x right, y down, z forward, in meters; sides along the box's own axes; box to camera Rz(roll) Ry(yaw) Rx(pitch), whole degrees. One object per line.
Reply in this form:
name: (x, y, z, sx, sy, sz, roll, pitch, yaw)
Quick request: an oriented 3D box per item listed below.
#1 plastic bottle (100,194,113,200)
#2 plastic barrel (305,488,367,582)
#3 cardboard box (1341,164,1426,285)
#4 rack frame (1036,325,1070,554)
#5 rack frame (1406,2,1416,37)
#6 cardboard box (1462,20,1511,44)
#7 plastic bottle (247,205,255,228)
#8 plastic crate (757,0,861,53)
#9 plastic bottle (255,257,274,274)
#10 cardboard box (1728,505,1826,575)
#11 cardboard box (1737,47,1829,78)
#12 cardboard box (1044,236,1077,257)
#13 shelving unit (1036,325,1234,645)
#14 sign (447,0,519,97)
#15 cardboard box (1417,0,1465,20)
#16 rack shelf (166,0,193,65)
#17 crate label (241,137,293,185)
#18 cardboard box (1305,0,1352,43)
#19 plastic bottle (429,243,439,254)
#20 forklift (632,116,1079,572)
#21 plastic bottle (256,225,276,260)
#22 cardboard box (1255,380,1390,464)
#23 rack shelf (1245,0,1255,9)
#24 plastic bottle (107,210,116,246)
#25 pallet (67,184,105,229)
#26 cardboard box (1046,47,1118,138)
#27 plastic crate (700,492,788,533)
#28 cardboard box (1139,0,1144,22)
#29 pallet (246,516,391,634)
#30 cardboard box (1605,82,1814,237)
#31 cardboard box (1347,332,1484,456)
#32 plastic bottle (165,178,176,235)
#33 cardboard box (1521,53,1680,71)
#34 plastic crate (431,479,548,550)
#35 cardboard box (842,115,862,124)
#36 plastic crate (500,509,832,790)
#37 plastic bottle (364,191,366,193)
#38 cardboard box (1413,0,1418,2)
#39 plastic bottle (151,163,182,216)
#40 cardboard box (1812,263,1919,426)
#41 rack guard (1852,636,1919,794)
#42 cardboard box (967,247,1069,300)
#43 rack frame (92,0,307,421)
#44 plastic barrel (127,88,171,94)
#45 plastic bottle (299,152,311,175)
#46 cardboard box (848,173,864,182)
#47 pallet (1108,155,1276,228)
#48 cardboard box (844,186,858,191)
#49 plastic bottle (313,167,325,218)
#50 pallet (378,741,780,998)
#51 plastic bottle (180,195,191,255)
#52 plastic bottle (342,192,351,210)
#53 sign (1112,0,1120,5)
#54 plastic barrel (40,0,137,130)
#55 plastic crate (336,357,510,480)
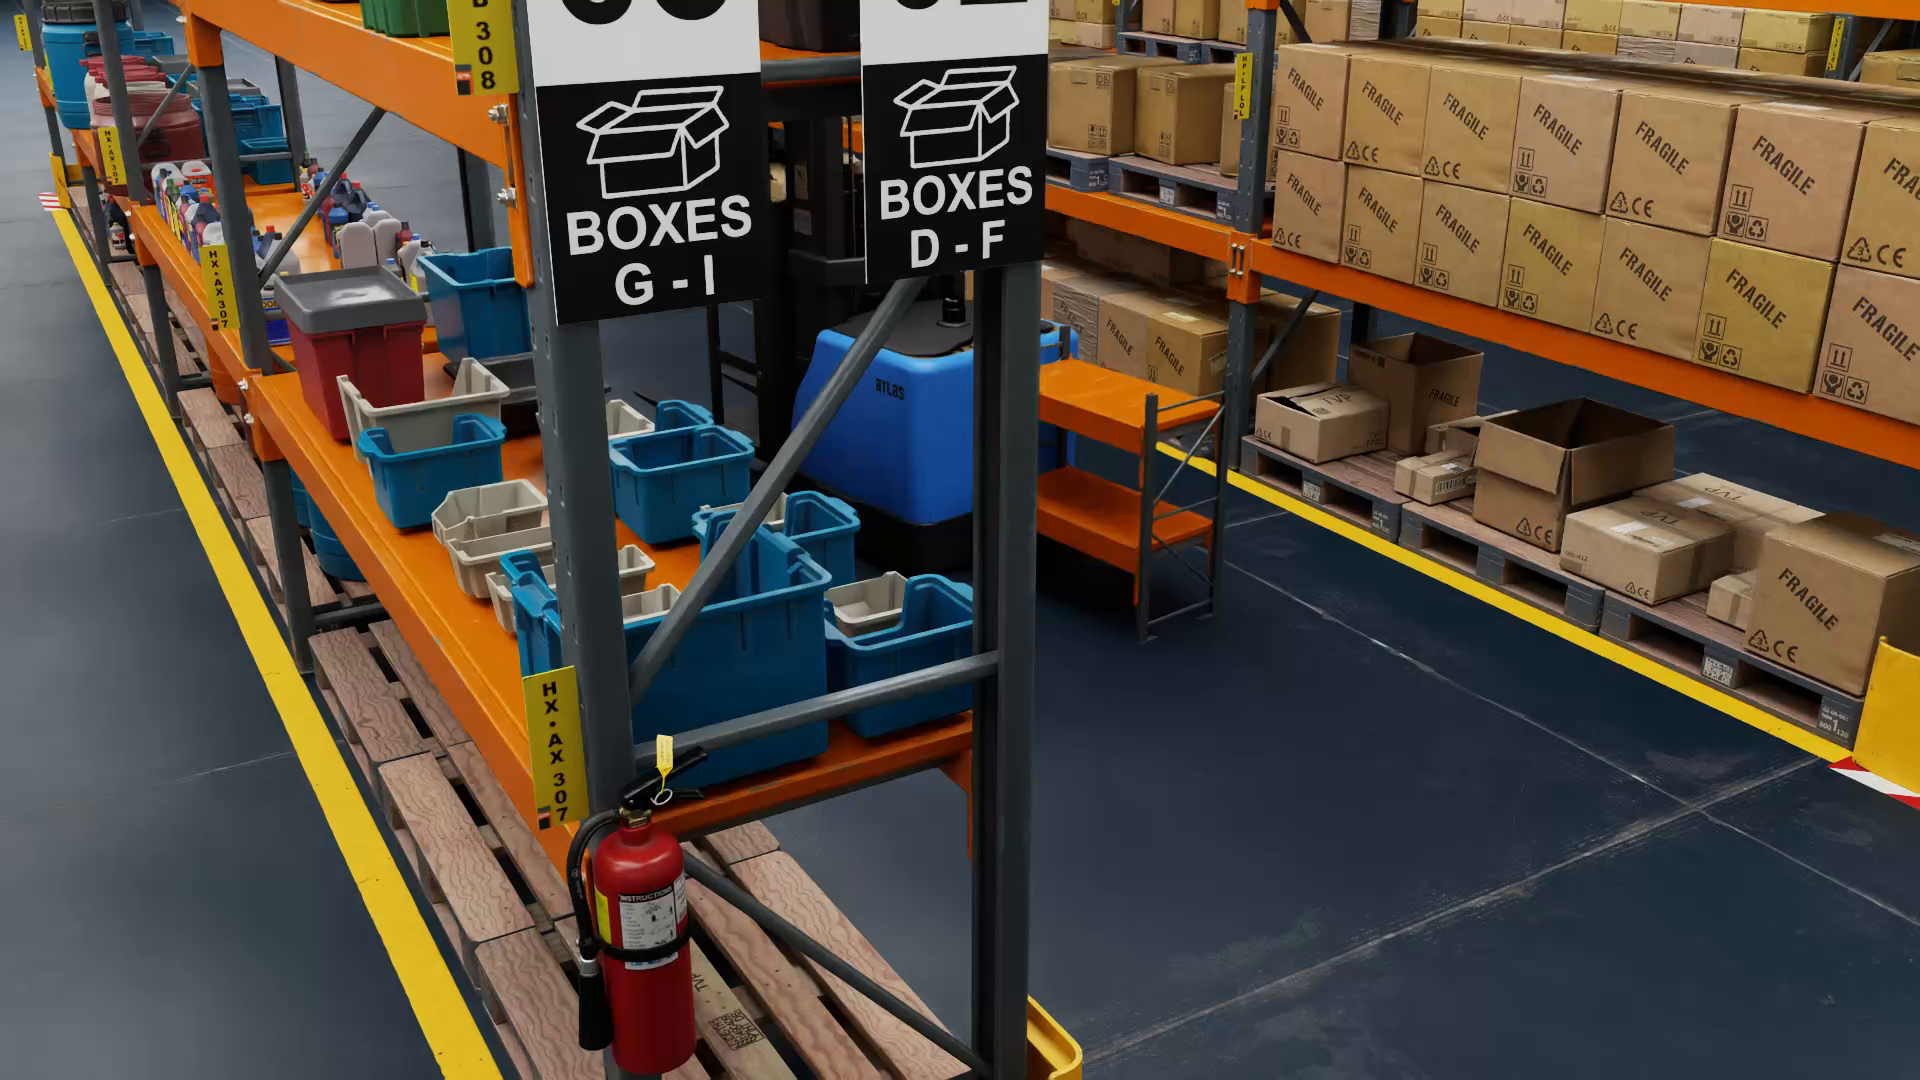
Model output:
plastic bottle: (-7.346, -2.840, 14.348, 0.152, 0.276, 0.135, -12, 25, -27)
plastic barrel: (-2.603, -0.337, 7.386, 0.600, 0.901, 0.708, -13, 25, -28)
cardboard box: (2.210, -1.551, 8.010, 0.500, 0.500, 0.500, -12, 25, -27)
rack frame: (0.315, -0.425, 7.863, 0.500, 1.125, 0.032, -17, 28, -36)
rack frame: (4.134, -4.136, 14.503, 1.000, 3.000, 0.127, -13, 25, -28)
cardboard box: (4.421, -3.951, 13.495, 0.500, 0.500, 0.500, -12, 25, -26)
plastic bottle: (-3.592, -1.577, 8.272, 0.144, 0.351, 0.185, -13, 25, -28)
plastic crate: (-0.254, -1.148, 3.342, 0.497, 0.269, 0.590, -13, 25, -28)
plastic bottle: (-3.006, -1.062, 7.104, 0.152, 0.276, 0.135, -13, 25, -28)
cardboard box: (3.674, 0.086, 7.185, 0.500, 0.250, 0.500, -13, 25, -28)
cardboard box: (5.724, -3.135, 11.487, 0.500, 0.500, 0.500, -13, 26, -29)
cardboard box: (0.820, -1.802, 11.498, 0.500, 0.500, 0.500, -14, 26, -30)
shelving unit: (0.638, -0.277, 7.499, 0.538, 1.125, 1.048, -17, 28, -36)
sign: (-0.762, -0.871, 2.625, 0.100, 0.325, 0.005, -13, 25, -28)
cardboard box: (4.159, -4.471, 13.777, 0.500, 0.250, 0.500, -12, 25, -27)
rack shelf: (-3.362, -2.639, 7.793, 1.077, 0.370, 4.000, -13, 25, -28)
crate label: (-4.276, -2.361, 10.359, 0.303, 0.233, 0.416, -13, 25, -28)
cardboard box: (3.576, -4.712, 15.203, 0.700, 0.500, 0.500, -15, 27, -33)
plastic bottle: (-2.353, -1.185, 7.414, 0.097, 0.271, 0.097, 0, 22, 0)
forklift: (-0.738, -1.688, 8.573, 1.130, 2.935, 3.031, -17, 28, -36)
plastic bottle: (-3.062, -1.235, 7.431, 0.144, 0.351, 0.185, -13, 25, -28)
cardboard box: (1.949, -0.668, 8.957, 0.500, 0.311, 0.500, -13, 25, -28)
rack shelf: (0.898, -3.591, 10.134, 1.077, 0.370, 4.000, -13, 25, -28)
plastic bottle: (-6.956, -2.563, 13.656, 0.061, 0.283, 0.133, -11, 25, -26)
pallet: (-7.980, -3.249, 16.023, 1.003, 0.211, 1.213, -13, 25, -28)
cardboard box: (0.598, -2.908, 10.791, 0.700, 0.500, 0.500, -8, 23, -18)
plastic crate: (-0.579, -0.029, 4.669, 0.250, 0.136, 0.298, -13, 25, -28)
cardboard box: (2.030, -5.910, 18.045, 0.500, 0.500, 0.500, -13, 26, -29)
pallet: (-2.698, 0.099, 7.788, 1.003, 0.211, 1.213, -13, 25, -28)
cardboard box: (2.972, -1.523, 6.614, 0.500, 0.500, 0.500, -12, 25, -27)
cardboard box: (2.455, -0.803, 9.038, 0.500, 0.500, 0.500, -13, 25, -28)
plastic bottle: (-4.175, -1.772, 8.842, 0.061, 0.283, 0.133, -13, 25, -28)
cardboard box: (2.922, -1.954, 7.675, 0.500, 0.500, 0.500, -12, 25, -28)
plastic crate: (-1.335, -0.050, 4.720, 0.298, 0.136, 0.250, -13, 25, -28)
cardboard box: (-0.820, -3.303, 12.789, 0.380, 0.149, 0.250, -13, 25, -28)
plastic crate: (-0.629, 0.243, 3.604, 0.616, 0.435, 0.499, -13, 25, -28)
plastic bottle: (-3.064, -1.654, 8.553, 0.061, 0.283, 0.133, -13, 25, -28)
cardboard box: (3.932, -4.792, 14.540, 0.380, 0.149, 0.250, -17, 27, -35)
plastic bottle: (-4.440, -1.970, 9.340, 0.152, 0.276, 0.135, -13, 25, -28)
cardboard box: (3.501, -0.731, 5.994, 0.500, 0.500, 0.500, -12, 25, -27)
rack guard: (3.925, 0.541, 6.316, 1.175, 0.500, 0.348, -13, 25, -28)
cardboard box: (0.388, -1.693, 11.230, 0.500, 0.500, 0.500, -13, 25, -29)
rack frame: (-4.383, -2.230, 9.815, 1.000, 3.000, 0.127, -13, 25, -28)
plastic barrel: (-5.093, -2.574, 10.512, 0.421, 0.512, 0.421, 0, 22, 0)
plastic bottle: (-3.810, -2.127, 9.716, 0.061, 0.283, 0.133, -13, 25, -28)
cardboard box: (-0.672, -2.922, 13.867, 0.500, 0.311, 0.500, -13, 26, -30)
pallet: (1.606, -2.078, 9.694, 1.003, 0.211, 1.213, -13, 25, -28)
cardboard box: (-0.874, -2.651, 13.200, 0.500, 0.311, 0.500, -13, 26, -29)
plastic bottle: (-3.549, -1.943, 9.279, 0.097, 0.271, 0.097, 0, 22, 0)
pallet: (-1.304, 0.982, 5.614, 1.003, 0.211, 1.213, -13, 25, -28)
plastic bottle: (-3.889, -1.591, 8.397, 0.061, 0.283, 0.133, -13, 25, -28)
plastic bottle: (-3.116, -1.643, 8.524, 0.061, 0.283, 0.133, -13, 25, -28)
sign: (1.628, -5.725, 17.263, 0.100, 0.325, 0.005, -13, 25, -28)
plastic barrel: (-6.490, -3.574, 12.455, 0.600, 0.901, 0.708, -13, 25, -28)
plastic crate: (-1.719, -0.379, 5.337, 0.437, 0.282, 0.530, -13, 25, -28)
